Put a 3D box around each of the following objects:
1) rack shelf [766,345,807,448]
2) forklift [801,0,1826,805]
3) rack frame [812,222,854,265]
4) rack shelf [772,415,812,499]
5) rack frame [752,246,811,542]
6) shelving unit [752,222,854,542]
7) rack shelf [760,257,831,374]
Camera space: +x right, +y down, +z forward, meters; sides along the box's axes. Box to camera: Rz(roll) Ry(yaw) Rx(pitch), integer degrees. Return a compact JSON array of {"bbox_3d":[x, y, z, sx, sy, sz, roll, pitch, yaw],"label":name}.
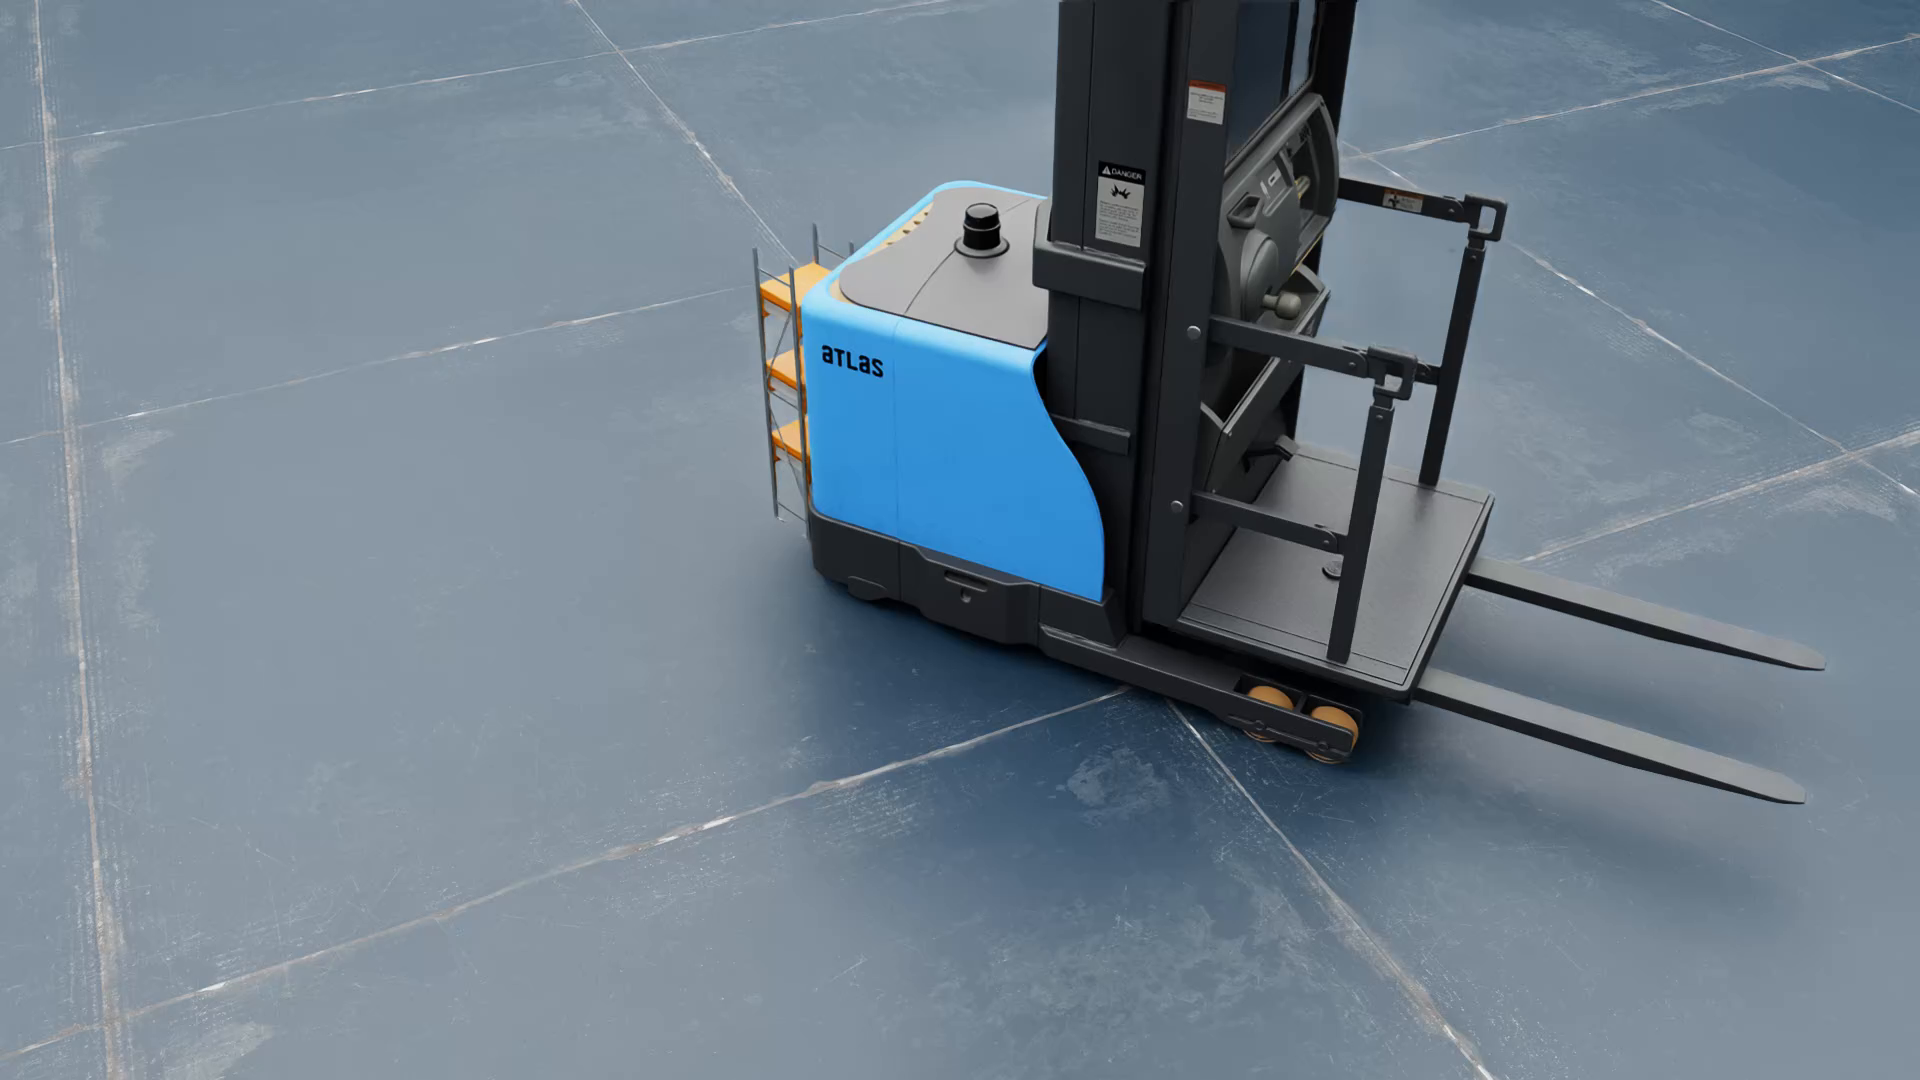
[{"bbox_3d":[-0.495,-0.502,5.563,0.240,0.259,0.215,-30,46,-34],"label":"rack shelf"},{"bbox_3d":[1.058,-0.887,4.485,3.031,2.935,1.130,17,40,22],"label":"forklift"},{"bbox_3d":[-0.406,-0.560,5.624,0.008,1.050,0.200,-30,46,-34],"label":"rack frame"},{"bbox_3d":[-0.495,-0.278,5.728,0.240,0.259,0.215,-30,46,-34],"label":"rack shelf"},{"bbox_3d":[-0.583,-0.460,5.489,0.008,1.050,0.200,-30,46,-34],"label":"rack frame"},{"bbox_3d":[-0.495,-0.510,5.556,0.252,1.050,0.215,-30,46,-34],"label":"shelving unit"},{"bbox_3d":[-0.495,-0.729,5.394,0.240,0.259,0.215,-30,46,-34],"label":"rack shelf"}]
